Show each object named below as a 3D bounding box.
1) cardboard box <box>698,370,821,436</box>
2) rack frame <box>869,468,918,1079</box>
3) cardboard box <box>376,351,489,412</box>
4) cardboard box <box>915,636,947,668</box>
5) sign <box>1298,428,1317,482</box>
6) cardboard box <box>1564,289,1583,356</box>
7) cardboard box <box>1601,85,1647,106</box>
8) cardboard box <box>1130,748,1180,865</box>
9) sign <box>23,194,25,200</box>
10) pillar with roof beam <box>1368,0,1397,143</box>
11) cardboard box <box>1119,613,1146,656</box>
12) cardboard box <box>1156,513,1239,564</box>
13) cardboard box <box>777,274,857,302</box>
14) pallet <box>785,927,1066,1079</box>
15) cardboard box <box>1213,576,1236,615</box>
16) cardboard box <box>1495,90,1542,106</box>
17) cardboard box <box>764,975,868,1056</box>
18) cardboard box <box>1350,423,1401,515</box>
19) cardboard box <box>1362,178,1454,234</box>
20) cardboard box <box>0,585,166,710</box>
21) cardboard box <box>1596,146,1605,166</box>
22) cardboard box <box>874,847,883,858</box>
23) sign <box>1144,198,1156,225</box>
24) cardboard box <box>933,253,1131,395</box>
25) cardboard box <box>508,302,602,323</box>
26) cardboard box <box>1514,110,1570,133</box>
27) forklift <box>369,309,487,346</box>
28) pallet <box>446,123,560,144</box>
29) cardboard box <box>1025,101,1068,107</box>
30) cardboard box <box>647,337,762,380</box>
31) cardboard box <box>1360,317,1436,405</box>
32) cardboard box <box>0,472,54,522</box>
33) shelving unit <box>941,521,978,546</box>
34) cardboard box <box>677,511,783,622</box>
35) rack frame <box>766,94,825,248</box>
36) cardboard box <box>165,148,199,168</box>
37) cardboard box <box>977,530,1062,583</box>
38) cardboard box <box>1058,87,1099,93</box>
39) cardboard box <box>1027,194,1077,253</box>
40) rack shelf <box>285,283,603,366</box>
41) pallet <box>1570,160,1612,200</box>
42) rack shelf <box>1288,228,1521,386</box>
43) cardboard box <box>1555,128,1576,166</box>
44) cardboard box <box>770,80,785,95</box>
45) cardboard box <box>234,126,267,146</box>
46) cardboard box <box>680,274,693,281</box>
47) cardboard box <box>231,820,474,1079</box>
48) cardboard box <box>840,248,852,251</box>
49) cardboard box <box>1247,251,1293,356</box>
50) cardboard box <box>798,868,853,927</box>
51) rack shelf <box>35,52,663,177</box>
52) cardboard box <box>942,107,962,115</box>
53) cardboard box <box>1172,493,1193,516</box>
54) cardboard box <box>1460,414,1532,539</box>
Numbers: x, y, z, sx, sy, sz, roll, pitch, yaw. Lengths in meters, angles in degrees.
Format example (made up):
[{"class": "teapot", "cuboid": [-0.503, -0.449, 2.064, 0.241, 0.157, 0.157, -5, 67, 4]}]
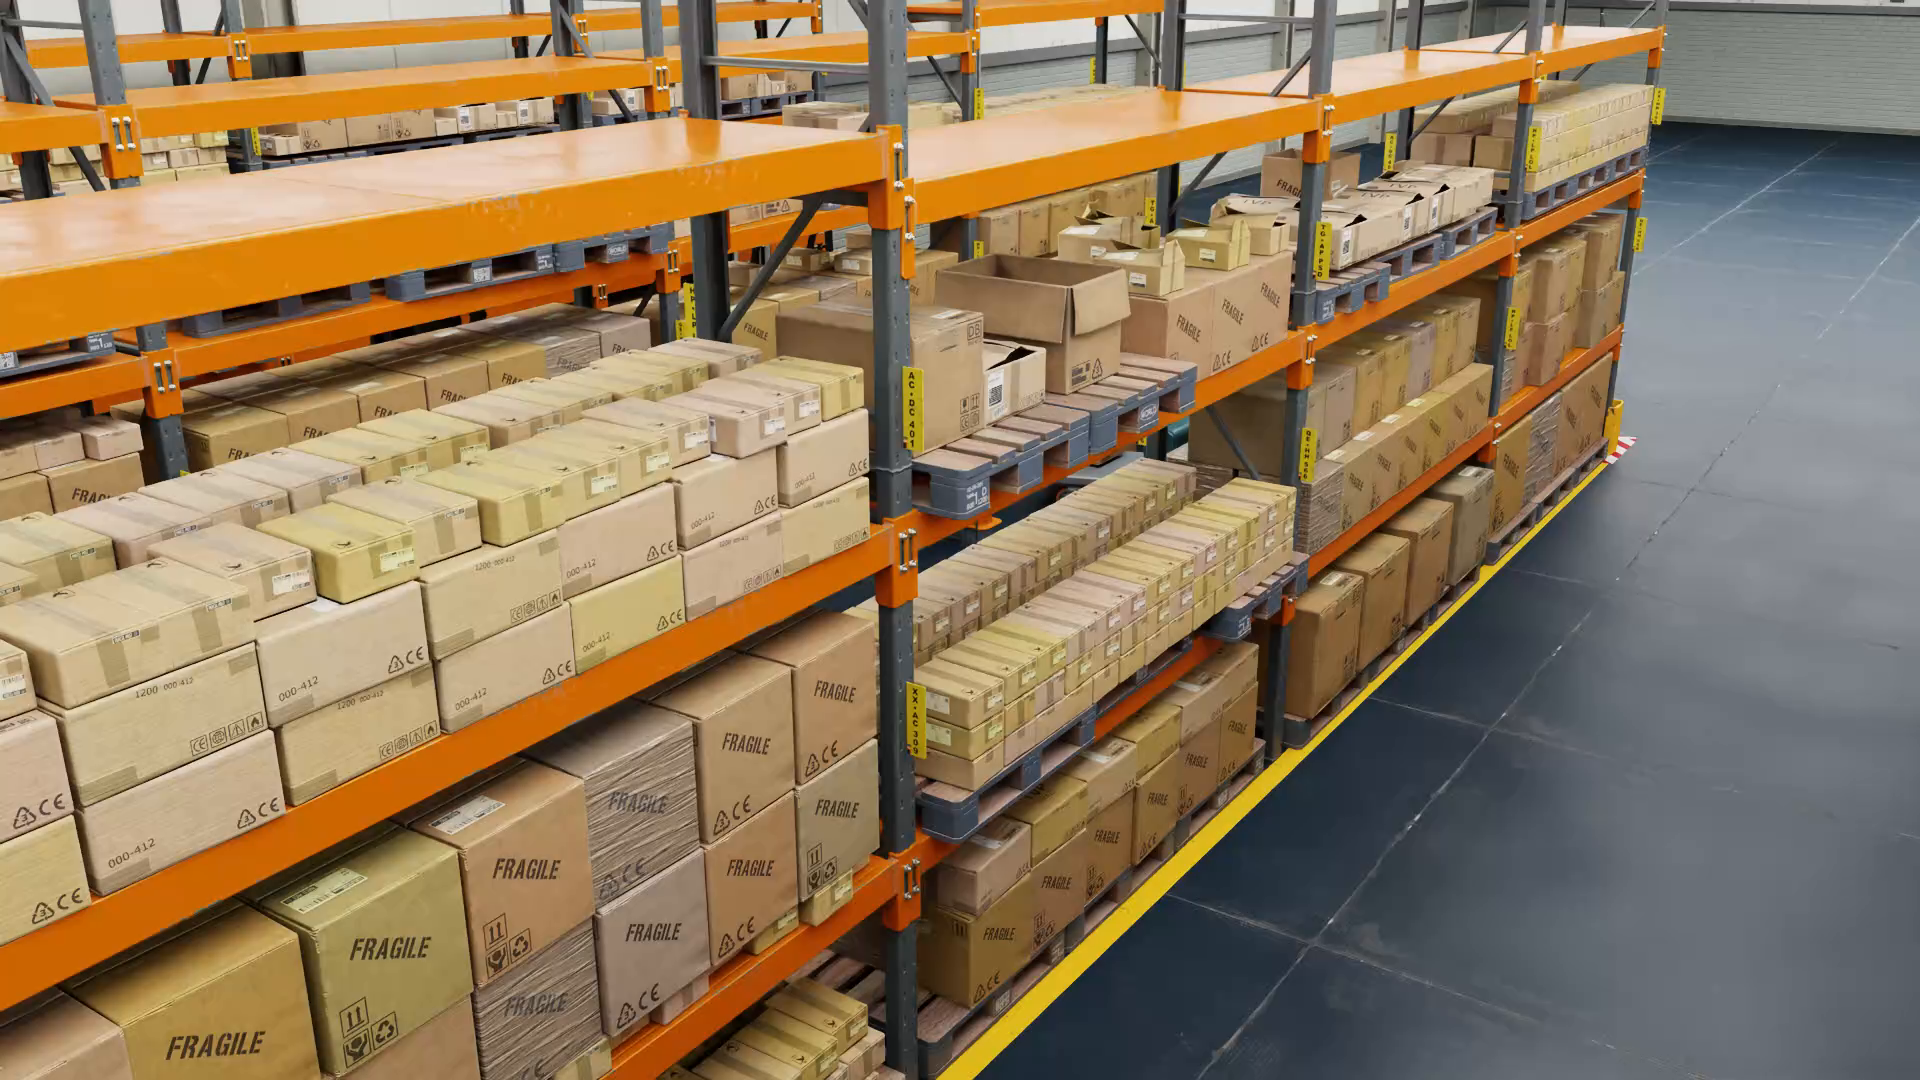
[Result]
[{"class": "cardboard box", "cuboid": [-0.725, -0.492, 6.017, 0.380, 0.149, 0.250, 14, 24, 33]}, {"class": "rack frame", "cuboid": [-0.635, 1.045, 7.264, 1.000, 3.000, 0.127, 13, 24, 32]}, {"class": "cardboard box", "cuboid": [-3.468, -0.922, 10.996, 0.500, 0.500, 0.500, 13, 24, 31]}, {"class": "cardboard box", "cuboid": [-0.286, 0.527, 7.992, 0.380, 0.149, 0.250, 15, 25, 34]}, {"class": "sign", "cuboid": [2.068, -0.506, 9.901, 0.100, 0.325, 0.005, 13, 24, 32]}, {"class": "cardboard box", "cuboid": [5.230, -2.055, 15.428, 0.875, 0.550, 0.550, 13, 24, 32]}, {"class": "cardboard box", "cuboid": [6.060, -4.071, 15.234, 0.380, 0.149, 0.250, 13, 24, 32]}, {"class": "cardboard box", "cuboid": [0.881, 1.415, 9.260, 0.500, 0.500, 0.500, 12, 23, 29]}, {"class": "sign", "cuboid": [-5.240, -1.792, 9.410, 0.100, 0.325, 0.005, 13, 24, 32]}, {"class": "pillar with roof beam", "cuboid": [13.768, -13.138, 36.959, 9.100, 9.000, 0.400, 13, 24, 32]}, {"class": "cardboard box", "cuboid": [0.700, 0.425, 8.267, 0.380, 0.149, 0.250, 13, 24, 31]}, {"class": "cardboard box", "cuboid": [1.280, -0.007, 9.007, 0.380, 0.149, 0.250, 14, 25, 33]}, {"class": "cardboard box", "cuboid": [-1.225, -1.953, 14.191, 0.500, 0.500, 0.500, 12, 24, 30]}, {"class": "pallet", "cuboid": [-0.199, 2.129, 8.353, 1.003, 0.211, 1.213, 13, 24, 32]}, {"class": "cardboard box", "cuboid": [1.288, 0.265, 9.130, 0.380, 0.149, 0.250, 13, 24, 31]}, {"class": "cardboard box", "cuboid": [4.944, -3.907, 14.791, 0.380, 0.149, 0.250, 13, 24, 31]}, {"class": "cardboard box", "cuboid": [-0.620, 2.059, 7.170, 0.380, 0.149, 0.250, 14, 25, 33]}, {"class": "cardboard box", "cuboid": [2.656, -0.517, 11.342, 0.500, 0.500, 0.500, 13, 24, 32]}, {"class": "cardboard box", "cuboid": [3.059, -2.314, 11.399, 0.500, 0.311, 0.500, 12, 24, 30]}, {"class": "cardboard box", "cuboid": [-2.142, 0.253, 4.003, 0.380, 0.149, 0.250, 13, 24, 32]}, {"class": "cardboard box", "cuboid": [5.346, -3.332, 14.386, 0.380, 0.149, 0.250, 14, 24, 32]}, {"class": "cardboard box", "cuboid": [-0.426, 1.405, 8.206, 0.500, 0.250, 0.500, 13, 24, 30]}, {"class": "sign", "cuboid": [1.159, -1.900, 10.042, 0.100, 0.325, 0.005, 13, 24, 32]}, {"class": "cardboard box", "cuboid": [0.342, -1.025, 7.782, 0.797, 0.503, 0.637, 13, 24, 31]}, {"class": "cardboard box", "cuboid": [-3.017, -1.461, 12.454, 0.500, 0.500, 0.500, 12, 24, 30]}, {"class": "cardboard box", "cuboid": [4.633, -3.342, 13.262, 0.380, 0.149, 0.250, 13, 24, 31]}, {"class": "forklift", "cuboid": [-3.955, -1.298, 13.697, 1.130, 2.935, 3.031, 18, 27, 39]}, {"class": "pallet", "cuboid": [-4.881, -4.216, 17.437, 0.805, 0.209, 1.217, 12, 24, 30]}, {"class": "cardboard box", "cuboid": [0.845, -4.261, 16.497, 0.380, 0.149, 0.250, 13, 24, 31]}, {"class": "cardboard box", "cuboid": [-0.999, -0.677, 6.516, 0.380, 0.149, 0.250, 13, 24, 31]}, {"class": "cardboard box", "cuboid": [3.016, -1.330, 12.099, 0.700, 0.500, 0.500, 14, 24, 32]}, {"class": "cardboard box", "cuboid": [-5.115, -0.074, 8.704, 0.500, 0.500, 0.500, 13, 24, 31]}, {"class": "shelving unit", "cuboid": [-0.005, -0.420, 14.250, 0.258, 0.900, 0.210, 13, 24, 32]}, {"class": "cardboard box", "cuboid": [-0.978, 0.043, 5.866, 0.500, 0.250, 0.500, 13, 24, 32]}, {"class": "rack frame", "cuboid": [-2.147, -4.302, 21.718, 1.000, 3.000, 0.127, 13, 24, 32]}, {"class": "cardboard box", "cuboid": [-6.807, -3.311, 14.356, 0.380, 0.149, 0.250, 13, 24, 31]}, {"class": "cardboard box", "cuboid": [0.313, 0.082, 8.766, 0.380, 0.149, 0.250, 13, 24, 31]}, {"class": "cardboard box", "cuboid": [1.271, -4.800, 17.955, 0.380, 0.149, 0.250, 13, 24, 32]}, {"class": "cardboard box", "cuboid": [0.748, -3.207, 16.746, 0.700, 0.500, 0.500, 13, 24, 31]}, {"class": "rack shelf", "cuboid": [-5.520, -2.243, 17.189, 1.077, 0.370, 4.000, 13, 24, 32]}, {"class": "pallet", "cuboid": [5.017, -3.197, 14.536, 1.003, 0.211, 1.213, 13, 24, 32]}, {"class": "rack shelf", "cuboid": [2.738, -1.746, 11.523, 1.077, 0.370, 4.000, 13, 24, 32]}, {"class": "cardboard box", "cuboid": [4.651, -3.201, 13.457, 0.500, 0.250, 0.500, 13, 24, 31]}, {"class": "cardboard box", "cuboid": [-2.362, -5.538, 20.348, 0.380, 0.149, 0.250, 12, 24, 30]}, {"class": "cardboard box", "cuboid": [-6.449, -3.844, 15.625, 0.500, 0.250, 0.500, 13, 24, 32]}, {"class": "cardboard box", "cuboid": [-3.436, -3.146, 20.510, 0.500, 0.250, 0.500, 13, 24, 31]}, {"class": "cardboard box", "cuboid": [-1.822, 1.169, 4.914, 0.500, 0.500, 0.500, 13, 24, 31]}, {"class": "cardboard box", "cuboid": [-0.789, -2.492, 15.647, 0.500, 0.500, 0.500, 14, 24, 33]}, {"class": "cardboard box", "cuboid": [1.503, -1.343, 9.252, 0.500, 0.500, 0.500, 13, 24, 32]}, {"class": "cardboard box", "cuboid": [-0.657, 1.385, 6.706, 0.380, 0.149, 0.250, 13, 24, 30]}, {"class": "rack shelf", "cuboid": [-3.661, -2.754, 10.501, 1.077, 0.370, 4.000, 13, 24, 32]}, {"class": "cardboard box", "cuboid": [-0.208, -4.073, 15.989, 0.380, 0.149, 0.250, 13, 24, 31]}, {"class": "cardboard box", "cuboid": [1.176, -0.222, 10.017, 0.380, 0.149, 0.250, 15, 25, 34]}, {"class": "cardboard box", "cuboid": [4.273, -0.618, 14.217, 0.875, 0.875, 0.875, 14, 24, 33]}]
